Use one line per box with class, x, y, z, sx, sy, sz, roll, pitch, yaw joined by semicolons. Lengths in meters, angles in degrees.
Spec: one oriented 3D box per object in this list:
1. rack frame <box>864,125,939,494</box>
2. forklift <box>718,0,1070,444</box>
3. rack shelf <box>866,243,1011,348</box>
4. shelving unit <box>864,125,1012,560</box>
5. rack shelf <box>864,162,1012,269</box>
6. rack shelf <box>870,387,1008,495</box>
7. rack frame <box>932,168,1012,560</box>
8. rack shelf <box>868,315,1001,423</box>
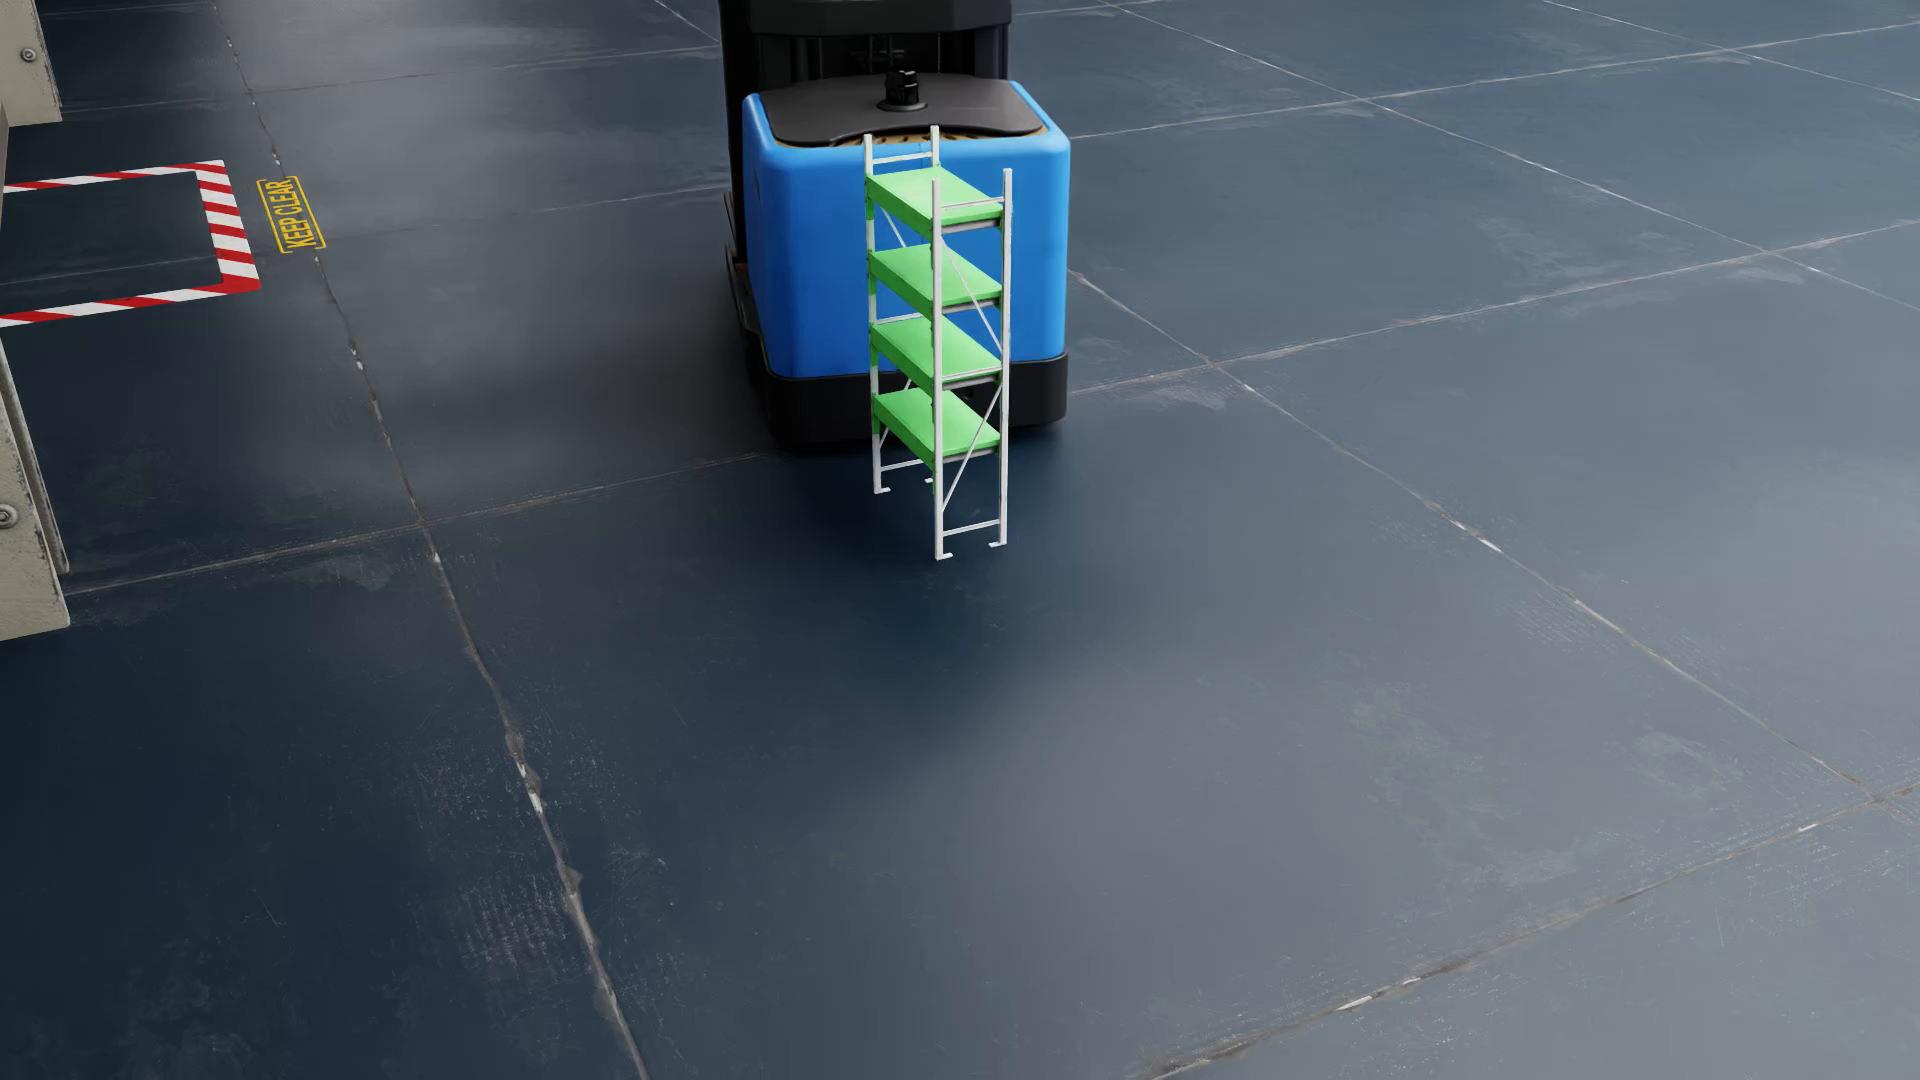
rack frame;-0.176;-0.704;5.279;0.240;1.200;0.015;-13;32;-22
forklift;-0.405;-2.310;6.372;1.130;2.935;3.031;-5;30;-9
rack shelf;-0.071;-0.750;5.001;0.258;0.148;0.480;-13;32;-22
shelving unit;-0.071;-0.596;5.087;0.258;1.200;0.503;-13;32;-22
rack shelf;-0.071;-0.959;4.883;0.258;0.148;0.480;-13;32;-22
rack shelf;-0.071;-0.331;5.236;0.258;0.148;0.480;-13;32;-22
rack frame;0.034;-0.489;4.895;0.240;1.200;0.015;-13;32;-22
rack shelf;-0.071;-0.541;5.118;0.258;0.148;0.480;-13;32;-22
